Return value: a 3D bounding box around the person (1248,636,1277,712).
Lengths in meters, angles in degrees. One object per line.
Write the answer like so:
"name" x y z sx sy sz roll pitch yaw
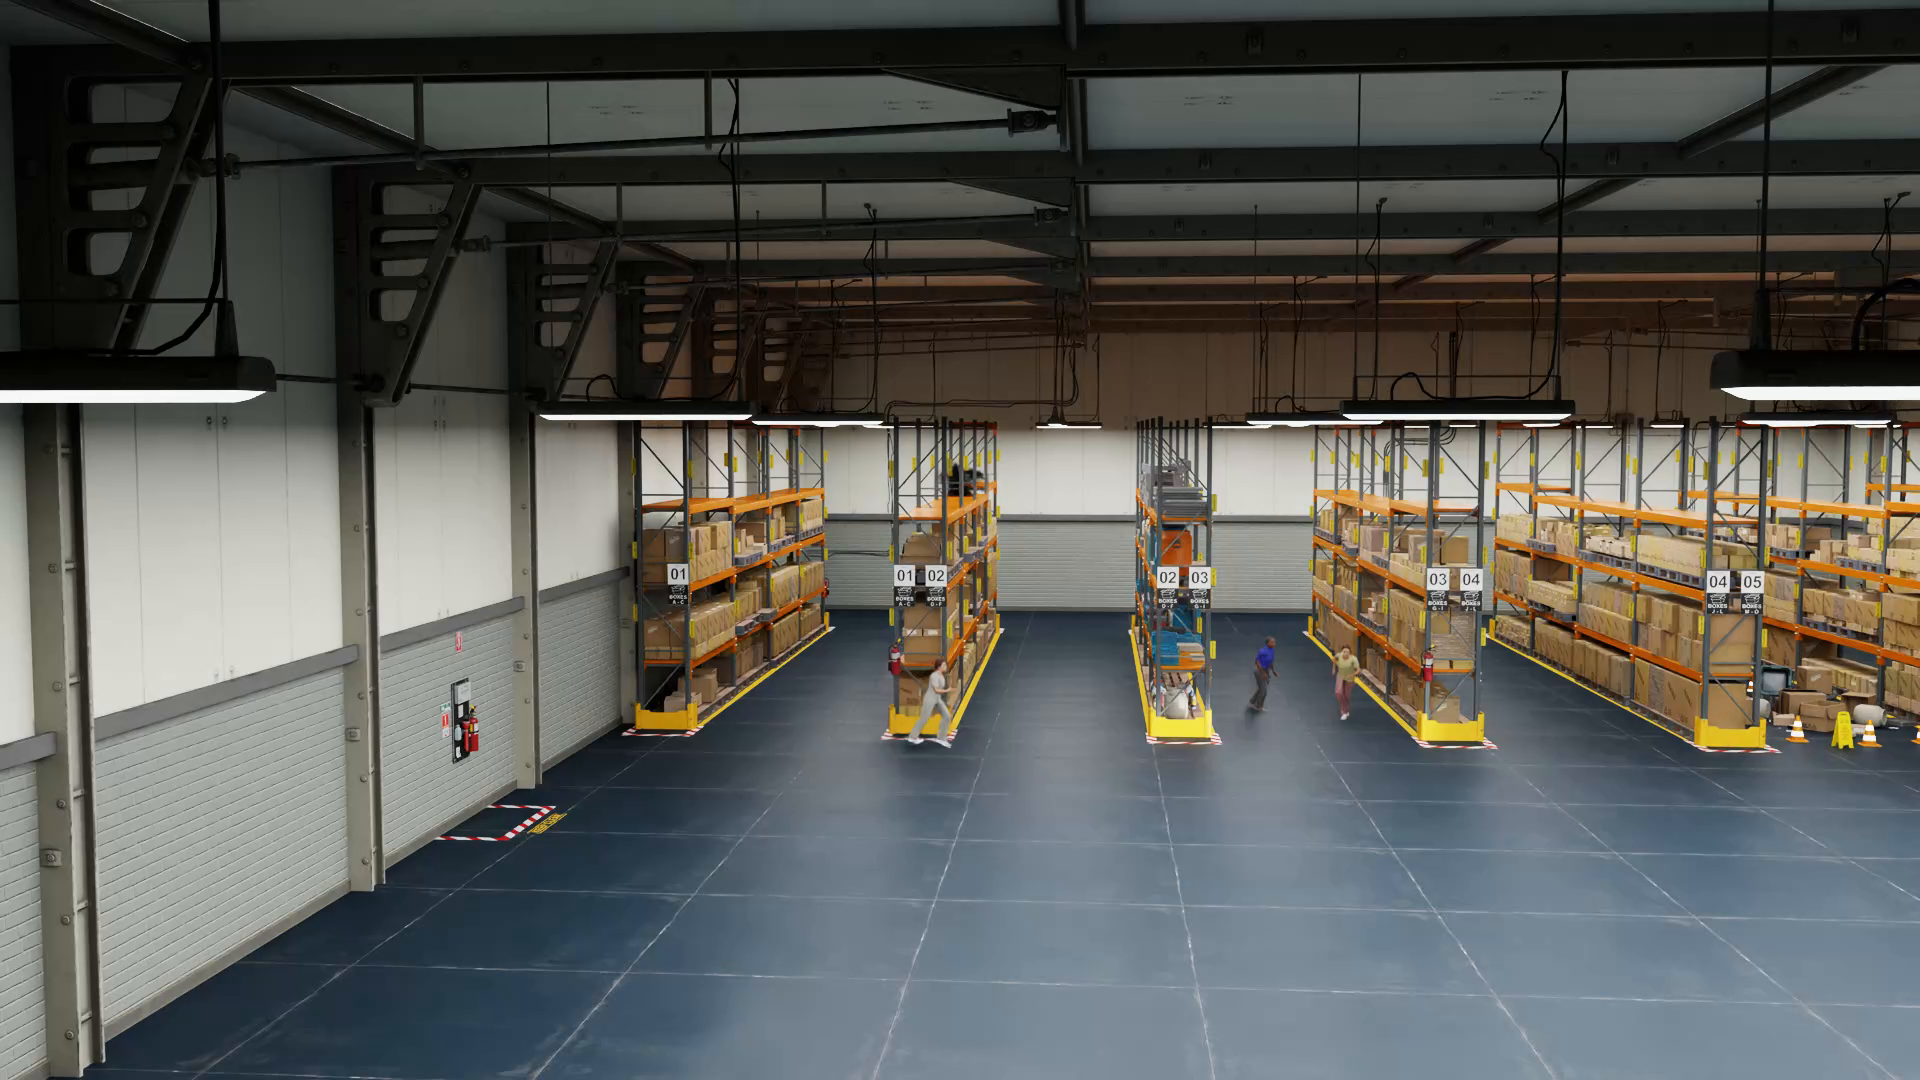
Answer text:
"person" 6.152 2.727 33.983 0.758 1.602 0.593 4 5 44

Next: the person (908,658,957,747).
"person" -0.494 2.948 30.137 0.947 1.636 0.560 2 4 23

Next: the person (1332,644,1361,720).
"person" 7.716 2.782 33.197 0.589 1.511 1.014 1 4 18
